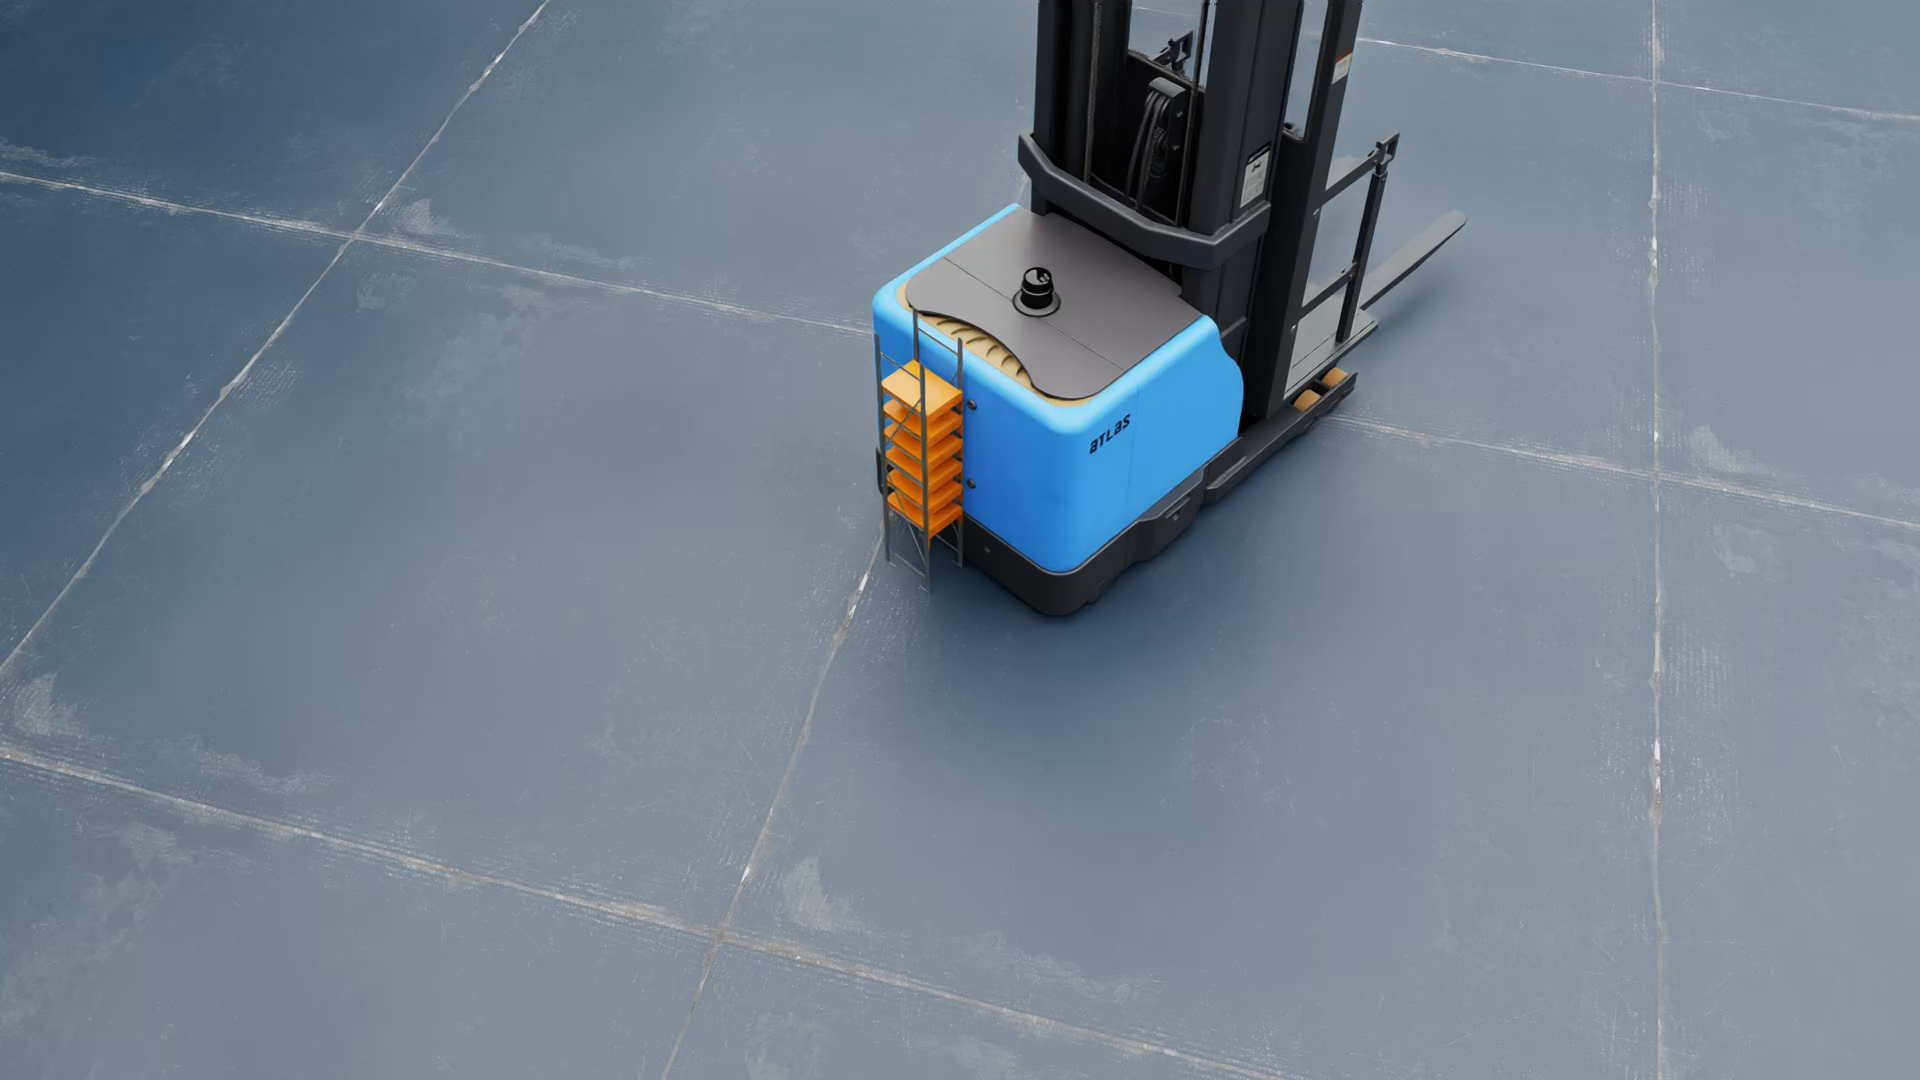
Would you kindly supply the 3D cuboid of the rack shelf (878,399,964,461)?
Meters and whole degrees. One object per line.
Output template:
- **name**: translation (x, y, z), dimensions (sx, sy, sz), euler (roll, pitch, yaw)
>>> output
- **rack shelf**: translation (-0.141, -0.429, 5.987), dimensions (0.258, 0.103, 0.180), euler (36, 58, 28)

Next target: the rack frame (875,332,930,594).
- **rack frame**: translation (-0.205, -0.251, 6.090), dimensions (0.240, 1.200, 0.006), euler (36, 58, 28)

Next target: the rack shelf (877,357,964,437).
- **rack shelf**: translation (-0.141, -0.509, 5.897), dimensions (0.258, 0.103, 0.180), euler (36, 58, 28)

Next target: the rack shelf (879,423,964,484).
- **rack shelf**: translation (-0.141, -0.350, 6.076), dimensions (0.258, 0.103, 0.180), euler (36, 58, 28)

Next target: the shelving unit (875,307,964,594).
- **shelving unit**: translation (-0.141, -0.300, 6.133), dimensions (0.258, 1.200, 0.189), euler (36, 58, 28)

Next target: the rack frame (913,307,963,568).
- **rack frame**: translation (-0.077, -0.349, 6.176), dimensions (0.240, 1.200, 0.006), euler (36, 58, 28)

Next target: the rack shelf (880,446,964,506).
- **rack shelf**: translation (-0.141, -0.270, 6.166), dimensions (0.258, 0.103, 0.180), euler (36, 58, 28)

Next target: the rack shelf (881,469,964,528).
- **rack shelf**: translation (-0.141, -0.191, 6.256), dimensions (0.258, 0.103, 0.180), euler (36, 58, 28)

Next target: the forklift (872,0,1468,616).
- **forklift**: translation (1.055, -1.687, 6.203), dimensions (1.130, 2.935, 3.031), euler (36, 58, 28)

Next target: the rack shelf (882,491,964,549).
- **rack shelf**: translation (-0.141, -0.112, 6.346), dimensions (0.258, 0.103, 0.180), euler (36, 58, 28)
